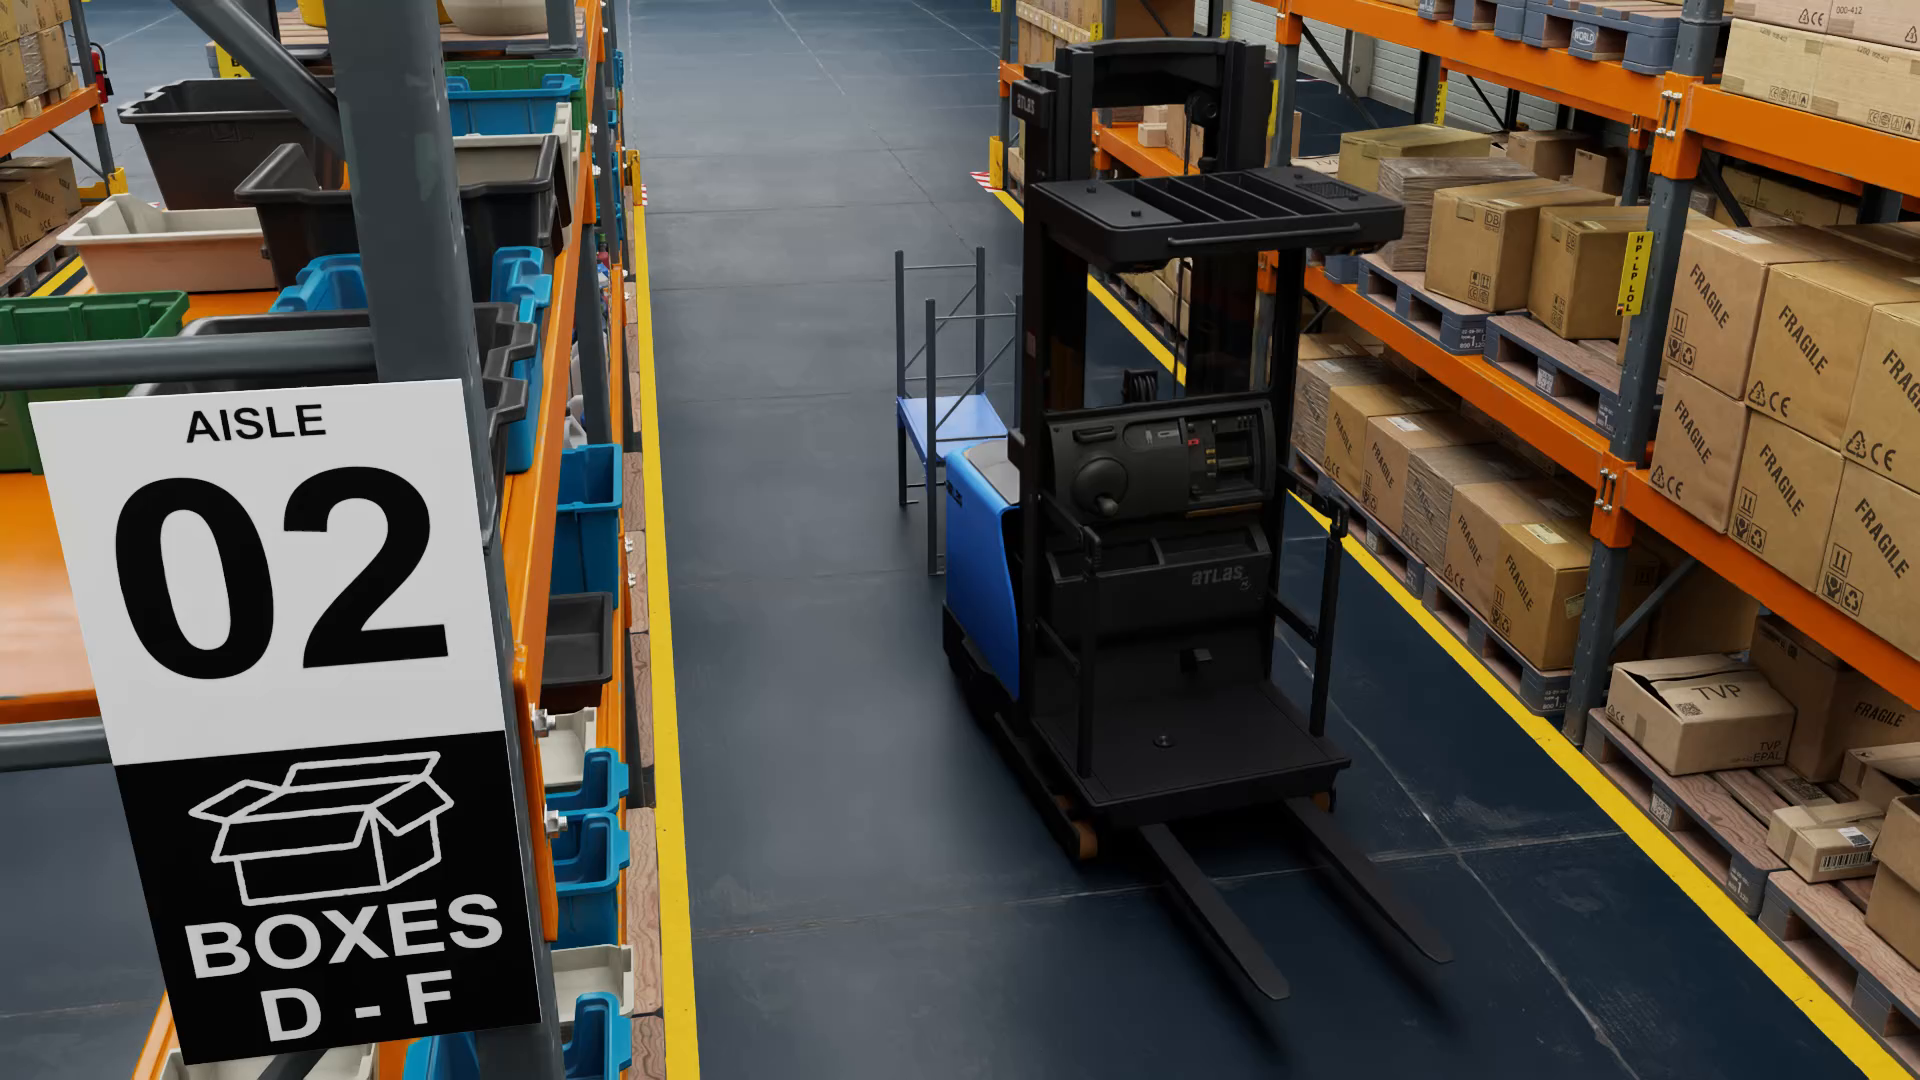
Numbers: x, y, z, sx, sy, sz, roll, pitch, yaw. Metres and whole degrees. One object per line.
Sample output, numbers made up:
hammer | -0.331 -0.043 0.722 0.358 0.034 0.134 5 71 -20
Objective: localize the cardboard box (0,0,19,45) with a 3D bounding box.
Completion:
cardboard box | -8.197 -4.376 13.776 0.500 0.500 0.500 -4 24 -10

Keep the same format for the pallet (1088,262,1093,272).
pallet | 1.556 -2.720 15.215 1.003 0.211 1.213 -4 24 -10

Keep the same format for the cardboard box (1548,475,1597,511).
cardboard box | 3.181 -0.009 8.096 0.500 0.500 0.500 -4 24 -9

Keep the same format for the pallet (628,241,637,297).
pallet | -3.290 -2.307 14.268 1.003 0.211 1.213 -4 24 -10

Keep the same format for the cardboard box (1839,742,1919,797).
cardboard box | 3.653 0.915 6.419 0.380 0.149 0.250 -4 24 -10

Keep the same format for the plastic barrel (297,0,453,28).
plastic barrel | -2.096 -2.168 5.958 0.600 0.588 0.600 0 24 0

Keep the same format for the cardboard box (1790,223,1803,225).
cardboard box | 6.984 -2.217 13.152 0.700 0.500 0.500 -4 24 -10

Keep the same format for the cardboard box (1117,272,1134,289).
cardboard box | 1.586 -2.237 13.534 0.500 0.250 0.500 -4 24 -8

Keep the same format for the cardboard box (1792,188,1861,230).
cardboard box | 6.941 -2.587 13.062 0.500 0.250 0.500 -4 24 -10

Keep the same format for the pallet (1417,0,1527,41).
pallet | 2.894 -2.494 7.699 1.213 0.211 1.003 -4 24 -10

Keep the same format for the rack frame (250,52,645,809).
rack frame | -1.728 -0.171 5.893 1.000 3.000 0.127 -4 24 -10

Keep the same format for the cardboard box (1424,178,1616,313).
cardboard box | 2.753 -1.464 8.205 0.700 0.500 0.500 -11 26 -23

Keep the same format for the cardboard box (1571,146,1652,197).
cardboard box | 6.298 -3.512 16.117 0.500 0.500 0.500 -6 24 -14

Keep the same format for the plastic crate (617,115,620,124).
plastic crate | -3.179 -3.504 13.603 0.767 0.338 0.504 -4 24 -10

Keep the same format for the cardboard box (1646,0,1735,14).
cardboard box | 3.120 -2.398 6.470 0.600 0.600 0.600 -7 24 -15

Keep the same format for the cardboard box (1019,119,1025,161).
cardboard box | 0.897 -4.108 16.882 0.500 0.500 0.500 -4 24 -10

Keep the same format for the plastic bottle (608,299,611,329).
plastic bottle | -1.819 -1.158 8.402 0.097 0.201 0.097 0 24 0

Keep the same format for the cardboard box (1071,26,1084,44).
cardboard box | 1.214 -4.517 14.909 0.380 0.149 0.250 -4 24 -10

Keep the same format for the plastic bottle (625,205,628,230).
plastic bottle | -3.096 -2.968 15.057 0.144 0.351 0.185 -3 24 -8

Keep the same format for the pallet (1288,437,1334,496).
pallet | 2.502 -0.535 10.210 1.003 0.211 1.213 -4 24 -10

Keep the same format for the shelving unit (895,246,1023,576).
shelving unit | -0.016 -0.721 9.027 0.538 1.500 1.048 -4 24 -10

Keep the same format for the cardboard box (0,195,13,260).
cardboard box | -8.415 -2.621 14.102 0.500 0.500 0.500 -6 24 -14

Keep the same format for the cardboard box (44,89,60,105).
cardboard box | -8.385 -4.020 15.020 0.380 0.149 0.250 -4 24 -10

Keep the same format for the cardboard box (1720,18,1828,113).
cardboard box | 2.988 -1.632 5.678 0.500 0.250 0.500 -4 24 -10

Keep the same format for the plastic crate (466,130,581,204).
plastic crate | -1.119 -0.952 4.264 0.293 0.136 0.466 -4 24 -10

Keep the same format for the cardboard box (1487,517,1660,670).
cardboard box | 2.768 0.235 7.537 0.500 0.500 0.500 -4 24 -10

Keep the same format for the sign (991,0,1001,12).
sign | 0.375 -5.650 17.258 0.100 0.325 0.005 -4 24 -10

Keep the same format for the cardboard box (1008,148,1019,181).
cardboard box | 0.802 -3.961 17.482 0.500 0.250 0.500 -4 24 -10

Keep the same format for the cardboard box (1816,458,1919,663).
cardboard box | 3.155 0.037 5.292 0.500 0.500 0.500 -4 24 -10

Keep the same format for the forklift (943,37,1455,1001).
forklift | 0.857 -0.283 6.236 1.130 2.935 3.031 -7 25 -16

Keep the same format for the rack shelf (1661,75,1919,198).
rack shelf | 3.511 -0.794 4.471 1.077 0.370 4.000 -4 24 -10

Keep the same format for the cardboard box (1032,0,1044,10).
cardboard box | 1.108 -5.484 16.313 0.700 0.500 0.500 -5 24 -11

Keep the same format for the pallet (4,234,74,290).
pallet | -8.463 -2.415 14.516 1.003 0.211 1.213 -4 24 -10

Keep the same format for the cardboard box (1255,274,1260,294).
cardboard box | 1.960 -1.690 11.582 0.500 0.311 0.500 -5 24 -11

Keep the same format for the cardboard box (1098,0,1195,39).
cardboard box | 1.573 -4.497 14.052 0.700 0.500 0.500 -4 24 -9

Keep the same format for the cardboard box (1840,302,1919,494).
cardboard box | 3.142 -0.428 5.109 0.500 0.500 0.500 -5 24 -11

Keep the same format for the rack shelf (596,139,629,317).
rack shelf | -2.837 -2.201 11.440 1.077 0.370 4.000 -4 24 -10

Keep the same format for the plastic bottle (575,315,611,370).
plastic bottle | -1.715 -0.953 7.747 0.144 0.351 0.185 -4 24 -10

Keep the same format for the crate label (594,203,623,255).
crate label | -2.177 -1.861 9.972 0.303 0.233 0.416 -4 24 -10

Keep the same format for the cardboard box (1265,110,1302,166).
cardboard box | 2.075 -2.814 11.820 0.500 0.500 0.500 -6 24 -13

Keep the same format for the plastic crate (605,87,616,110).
plastic crate | -2.817 -3.179 12.700 0.402 0.464 0.583 -4 24 -10

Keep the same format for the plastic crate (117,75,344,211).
plastic crate | -1.768 -0.976 4.153 0.497 0.269 0.590 -4 24 -10

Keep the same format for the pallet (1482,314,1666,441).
pallet | 3.100 -0.770 7.505 1.003 0.211 1.213 -4 24 -10

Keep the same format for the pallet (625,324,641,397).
pallet | -2.795 -1.252 11.854 1.003 0.211 1.213 -4 24 -10

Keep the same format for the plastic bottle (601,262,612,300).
plastic bottle | -1.927 -1.388 8.928 0.097 0.201 0.097 0 24 0

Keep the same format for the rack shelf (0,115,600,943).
rack shelf | -1.358 -0.429 3.635 1.077 0.370 4.000 -4 24 -10

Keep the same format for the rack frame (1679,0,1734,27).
rack frame | 3.141 -3.285 5.528 1.000 3.000 0.127 -4 24 -10

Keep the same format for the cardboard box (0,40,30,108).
cardboard box | -8.398 -3.903 13.941 0.875 0.500 0.500 -4 24 -10

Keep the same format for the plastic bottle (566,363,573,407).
plastic bottle | -1.760 -0.677 7.207 0.152 0.276 0.135 -4 24 -10

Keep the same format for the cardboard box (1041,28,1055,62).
cardboard box | 1.184 -4.715 16.173 0.700 0.500 0.500 -4 24 -9

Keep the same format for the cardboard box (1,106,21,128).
cardboard box | -8.109 -3.531 13.902 0.380 0.149 0.250 -4 24 -10

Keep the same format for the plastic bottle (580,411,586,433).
plastic bottle | -1.458 -0.422 6.630 0.097 0.271 0.097 0 24 0

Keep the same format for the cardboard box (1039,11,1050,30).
cardboard box | 0.975 -5.023 16.067 0.380 0.149 0.250 -5 24 -12

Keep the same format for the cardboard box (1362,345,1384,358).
cardboard box | 2.593 -1.269 11.319 0.500 0.250 0.500 -4 24 -10

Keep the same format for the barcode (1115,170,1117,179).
barcode | 1.300 -3.047 13.853 0.001 0.075 0.075 -4 24 -10

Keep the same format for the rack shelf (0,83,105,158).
rack shelf | -8.444 -3.408 14.203 1.077 0.370 4.000 -4 24 -10

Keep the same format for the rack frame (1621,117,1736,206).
rack frame | 6.529 -4.050 14.776 1.000 3.000 0.127 -4 24 -10

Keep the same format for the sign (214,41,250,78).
sign | -2.269 -1.509 5.199 0.100 0.325 0.005 -4 24 -10

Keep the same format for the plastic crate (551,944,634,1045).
plastic crate | -0.814 0.976 3.523 0.250 0.136 0.298 -4 24 -10

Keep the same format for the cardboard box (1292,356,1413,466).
cardboard box | 2.307 -0.759 9.814 0.500 0.500 0.500 -5 24 -12
